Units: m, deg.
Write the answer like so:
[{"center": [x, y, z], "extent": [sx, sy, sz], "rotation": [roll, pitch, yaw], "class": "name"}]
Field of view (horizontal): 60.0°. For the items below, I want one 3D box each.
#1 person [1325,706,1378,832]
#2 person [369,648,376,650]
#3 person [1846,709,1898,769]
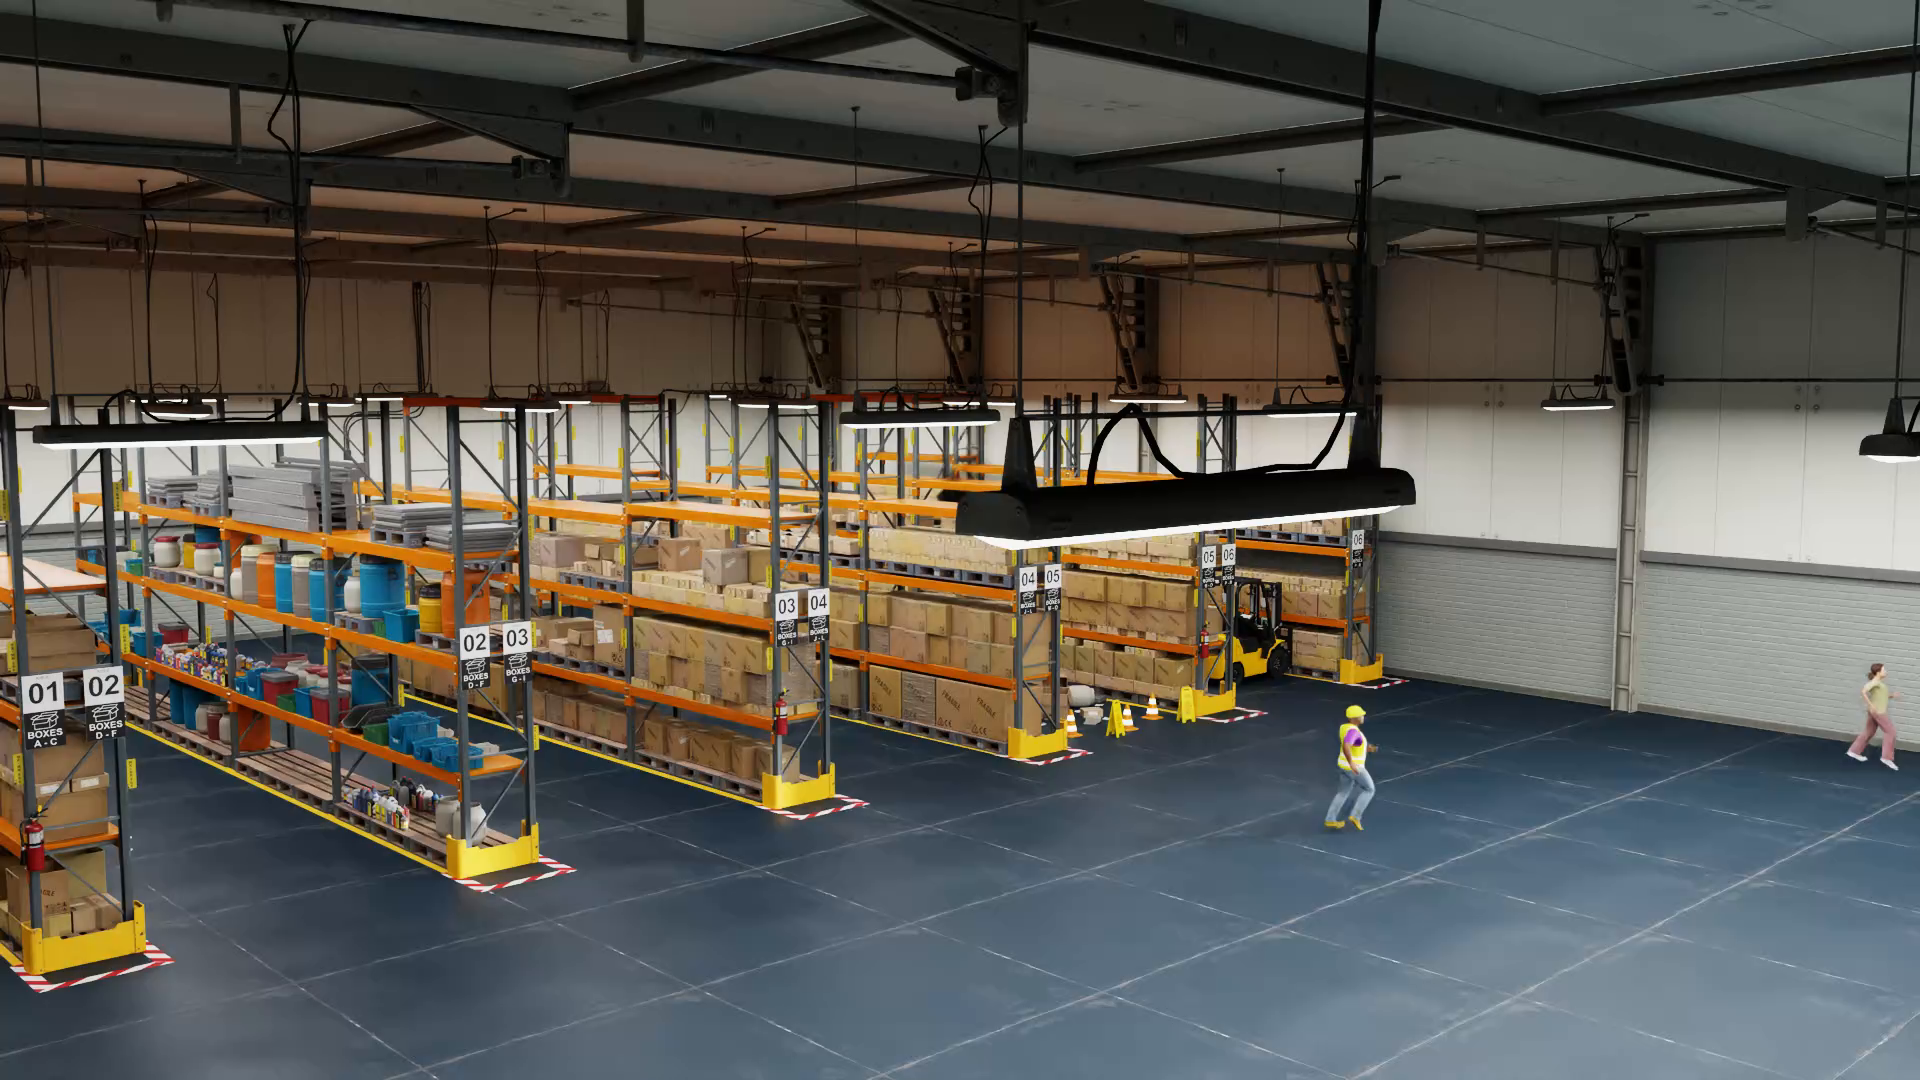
[{"center": [5.520, 3.208, 23.299], "extent": [0.801, 1.787, 0.671], "rotation": [-1, 6, -14], "class": "person"}, {"center": [-10.349, 2.616, 29.483], "extent": [0.645, 1.733, 0.440], "rotation": [5, 7, 41], "class": "person"}, {"center": [14.965, 3.195, 27.242], "extent": [0.745, 1.066, 0.354], "rotation": [2, 6, 24], "class": "person"}]
